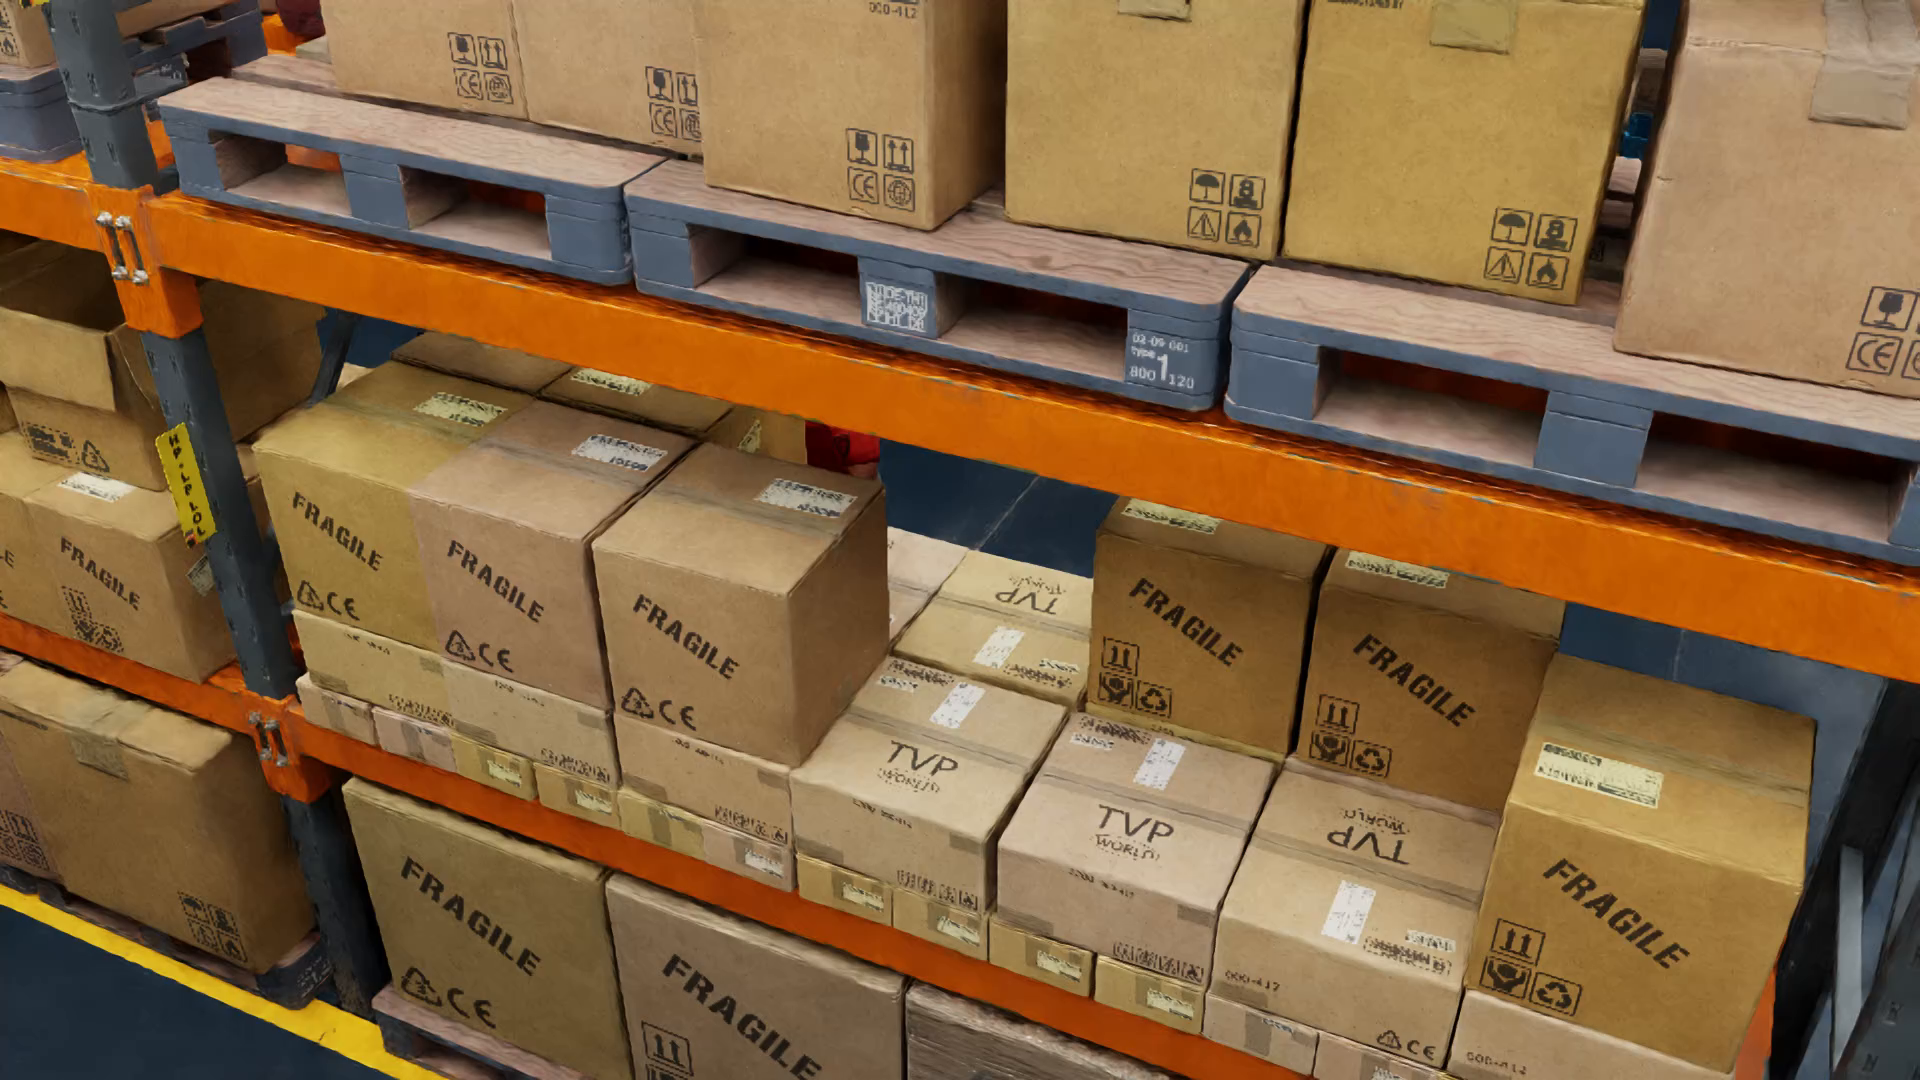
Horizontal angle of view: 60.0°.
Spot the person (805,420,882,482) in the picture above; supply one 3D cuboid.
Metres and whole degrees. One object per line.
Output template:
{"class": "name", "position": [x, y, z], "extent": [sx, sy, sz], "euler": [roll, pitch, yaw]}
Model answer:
{"class": "person", "position": [-0.573, -0.148, 6.382], "extent": [0.750, 1.726, 0.710], "euler": [8, 34, 11]}
